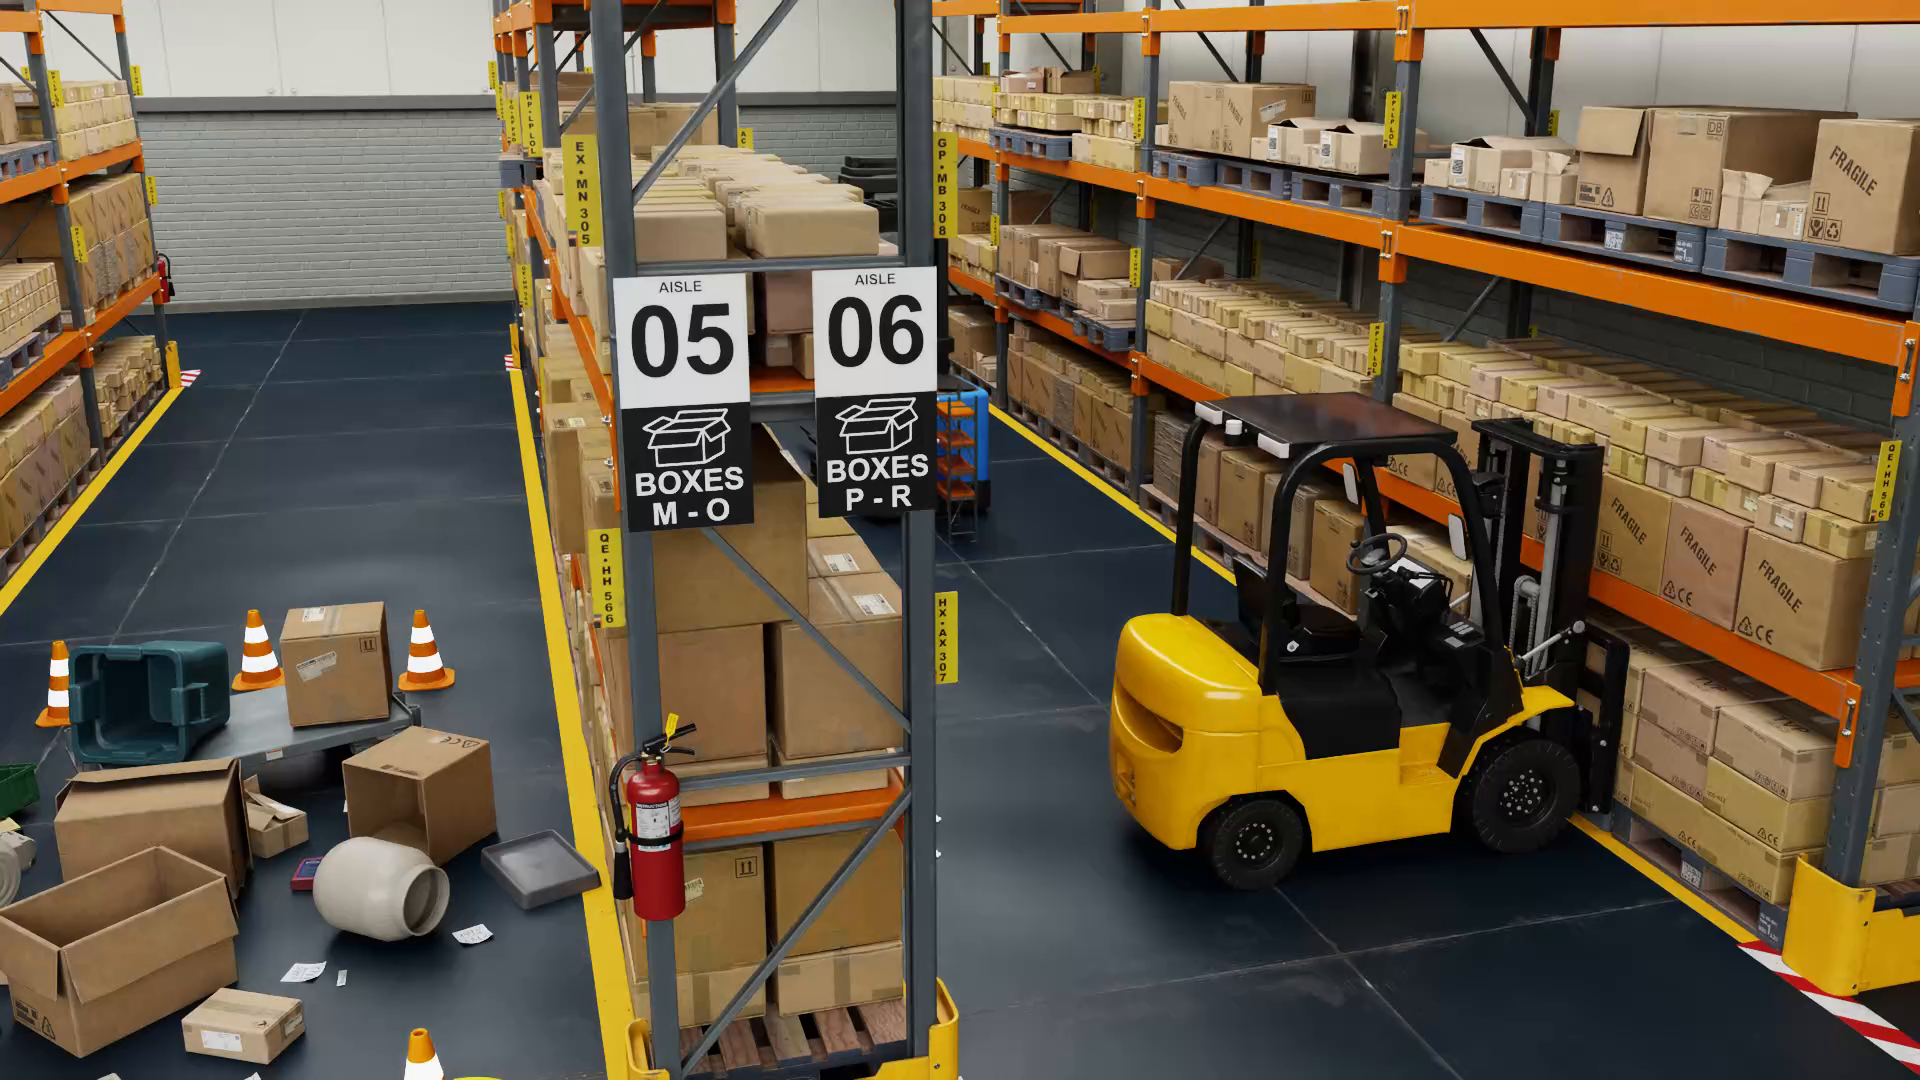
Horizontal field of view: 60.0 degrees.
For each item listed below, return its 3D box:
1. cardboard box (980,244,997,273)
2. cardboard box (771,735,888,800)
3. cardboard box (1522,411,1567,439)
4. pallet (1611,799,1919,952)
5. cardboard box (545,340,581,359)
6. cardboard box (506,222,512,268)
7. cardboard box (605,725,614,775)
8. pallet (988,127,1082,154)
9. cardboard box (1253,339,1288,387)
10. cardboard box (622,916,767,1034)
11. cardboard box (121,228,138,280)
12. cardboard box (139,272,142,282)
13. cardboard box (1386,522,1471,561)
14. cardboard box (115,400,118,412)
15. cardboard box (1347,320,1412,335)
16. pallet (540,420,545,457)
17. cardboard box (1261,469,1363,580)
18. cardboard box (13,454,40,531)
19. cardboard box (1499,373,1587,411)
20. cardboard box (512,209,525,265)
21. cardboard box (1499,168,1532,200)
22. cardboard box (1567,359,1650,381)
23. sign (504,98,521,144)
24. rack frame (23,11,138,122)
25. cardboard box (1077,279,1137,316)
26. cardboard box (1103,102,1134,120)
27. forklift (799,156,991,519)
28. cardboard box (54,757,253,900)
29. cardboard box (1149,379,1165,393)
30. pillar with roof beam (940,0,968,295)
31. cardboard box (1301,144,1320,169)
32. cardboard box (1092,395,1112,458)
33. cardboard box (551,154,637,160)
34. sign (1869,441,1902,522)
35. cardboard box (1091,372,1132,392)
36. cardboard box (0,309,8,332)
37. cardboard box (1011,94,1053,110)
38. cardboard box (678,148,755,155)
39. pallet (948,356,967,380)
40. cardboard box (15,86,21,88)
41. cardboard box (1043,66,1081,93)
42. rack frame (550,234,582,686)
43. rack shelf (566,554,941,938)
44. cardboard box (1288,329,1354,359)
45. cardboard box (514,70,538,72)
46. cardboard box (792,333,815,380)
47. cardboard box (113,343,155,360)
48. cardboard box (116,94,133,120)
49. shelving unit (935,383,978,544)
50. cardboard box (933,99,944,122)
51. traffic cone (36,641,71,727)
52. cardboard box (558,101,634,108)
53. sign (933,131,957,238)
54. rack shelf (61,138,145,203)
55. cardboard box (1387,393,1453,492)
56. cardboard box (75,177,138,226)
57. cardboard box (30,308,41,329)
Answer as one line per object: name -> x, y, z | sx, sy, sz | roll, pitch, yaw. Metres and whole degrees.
cardboard box -> 0.521, -3.114, 18.350 | 0.500, 0.250, 0.500 | -4, 17, -14
cardboard box -> -0.473, 0.801, 6.010 | 0.380, 0.149, 0.250 | -5, 17, -15
cardboard box -> 3.253, -0.603, 8.943 | 0.380, 0.149, 0.250 | -5, 18, -17
pallet -> 3.943, 1.524, 8.010 | 1.003, 0.211, 1.213 | -5, 17, -15
cardboard box -> -1.646, -0.703, 8.150 | 0.700, 0.500, 0.500 | -5, 17, -15
cardboard box -> -5.120, -3.528, 19.808 | 0.500, 0.500, 0.500 | -5, 17, -16
cardboard box -> -1.281, 0.869, 6.962 | 0.380, 0.149, 0.250 | -4, 17, -14
pallet -> 1.007, -4.083, 16.943 | 1.213, 0.211, 1.003 | -5, 17, -15
cardboard box -> 2.430, -1.276, 11.878 | 0.500, 0.250, 0.500 | -4, 17, -14
cardboard box -> -1.066, 1.697, 6.637 | 0.500, 0.250, 0.500 | -5, 17, -16
cardboard box -> -9.051, -3.020, 17.601 | 0.500, 0.500, 0.500 | -5, 17, -15
cardboard box -> -9.230, -2.888, 18.288 | 0.380, 0.149, 0.250 | -5, 17, -16
cardboard box -> 2.925, 0.086, 10.263 | 0.500, 0.250, 0.500 | -5, 17, -16
cardboard box -> -8.816, -1.348, 16.950 | 0.380, 0.149, 0.250 | -5, 18, -18
cardboard box -> 2.978, -1.469, 11.829 | 0.380, 0.149, 0.250 | -5, 17, -15
pallet -> -3.592, -0.986, 16.367 | 1.003, 0.211, 1.213 | -5, 17, -15
cardboard box -> 2.734, -0.132, 12.075 | 0.875, 0.625, 0.625 | -5, 17, -16
cardboard box -> -7.599, -0.362, 13.057 | 0.500, 0.500, 0.500 | -4, 17, -15
cardboard box -> 3.203, -0.815, 9.132 | 0.380, 0.149, 0.250 | -5, 17, -16
cardboard box -> -4.032, -2.911, 16.017 | 0.500, 0.500, 0.500 | -4, 17, -15
cardboard box -> 3.136, -1.914, 8.929 | 0.380, 0.149, 0.250 | -4, 17, -14
cardboard box -> 3.716, -0.937, 9.538 | 0.380, 0.149, 0.250 | -5, 17, -16
sign -> -3.313, -3.103, 12.317 | 0.100, 0.325, 0.005 | -5, 17, -15
rack frame -> -9.707, -6.089, 18.081 | 1.000, 3.000, 0.127 | -5, 17, -15
cardboard box -> 1.393, -2.211, 15.130 | 0.500, 0.250, 0.500 | -6, 18, -18
cardboard box -> 1.494, -3.810, 14.759 | 0.380, 0.149, 0.250 | -5, 17, -16
forklift -> -0.738, -1.963, 14.893 | 1.130, 2.935, 3.031 | -6, 18, -20
cardboard box -> -3.760, 1.377, 7.756 | 0.797, 0.637, 0.503 | -5, 17, -15
cardboard box -> 1.958, -1.437, 15.511 | 0.380, 0.149, 0.250 | -4, 17, -15
pillar with roof beam -> -4.218, -7.379, 22.374 | 9.100, 9.000, 0.400 | -5, 17, -15
cardboard box -> 2.500, -2.555, 11.062 | 0.380, 0.149, 0.250 | -5, 17, -15
cardboard box -> 1.544, -1.059, 15.379 | 0.500, 0.500, 0.500 | -5, 17, -16
cardboard box -> -1.742, -1.758, 7.926 | 0.380, 0.149, 0.250 | -5, 18, -17
sign -> 3.668, -0.232, 6.586 | 0.100, 0.325, 0.005 | -5, 17, -15
cardboard box -> 1.452, -1.473, 15.629 | 0.380, 0.149, 0.250 | -4, 17, -14
cardboard box -> -7.804, -1.732, 13.194 | 0.380, 0.149, 0.250 | -5, 17, -16
cardboard box -> 0.726, -4.371, 16.591 | 0.380, 0.149, 0.250 | -5, 17, -16
cardboard box -> -1.235, -1.878, 8.326 | 0.380, 0.149, 0.250 | -5, 17, -17
pallet -> 0.369, -2.115, 20.126 | 1.003, 0.211, 1.213 | -5, 17, -15
cardboard box -> -9.337, -4.325, 16.122 | 0.380, 0.149, 0.250 | -5, 17, -16
cardboard box -> 1.045, -4.749, 17.130 | 0.396, 0.266, 0.258 | -5, 17, -16
rack frame -> -1.678, -0.316, 9.290 | 1.000, 3.000, 0.127 | -5, 17, -15
rack shelf -> -1.128, 0.582, 7.551 | 1.077, 0.370, 4.000 | -5, 17, -15
cardboard box -> 2.482, -1.349, 11.427 | 0.380, 0.149, 0.250 | -5, 18, -17
cardboard box -> -4.566, -4.799, 17.923 | 0.500, 0.500, 0.500 | -4, 17, -14
cardboard box -> -0.357, -0.643, 5.602 | 0.380, 0.149, 0.250 | -5, 17, -15
cardboard box -> -9.111, -2.075, 18.336 | 0.380, 0.149, 0.250 | -5, 17, -16
cardboard box -> -9.336, -4.713, 18.105 | 0.500, 0.250, 0.500 | -5, 18, -17
shelving unit -> -0.046, -0.620, 13.432 | 0.258, 1.200, 0.503 | -5, 17, -15
cardboard box -> -0.057, -5.110, 19.779 | 0.500, 0.250, 0.500 | -5, 17, -17
traffic cone -> -5.326, 0.828, 9.891 | 0.336, 0.463, 0.334 | -5, 17, -15
cardboard box -> -2.261, -2.552, 10.181 | 0.500, 0.250, 0.500 | -4, 17, -14
sign -> -0.057, -1.108, 5.192 | 0.100, 0.325, 0.005 | -5, 17, -15
rack shelf -> -9.158, -3.755, 16.774 | 1.077, 0.370, 4.000 | -5, 17, -15
cardboard box -> 2.965, -0.614, 10.108 | 0.500, 0.500, 0.500 | -5, 17, -17
cardboard box -> -9.203, -3.638, 17.920 | 0.500, 0.500, 0.500 | -5, 18, -17
cardboard box -> -8.101, -1.886, 14.223 | 0.380, 0.149, 0.250 | -6, 18, -18
